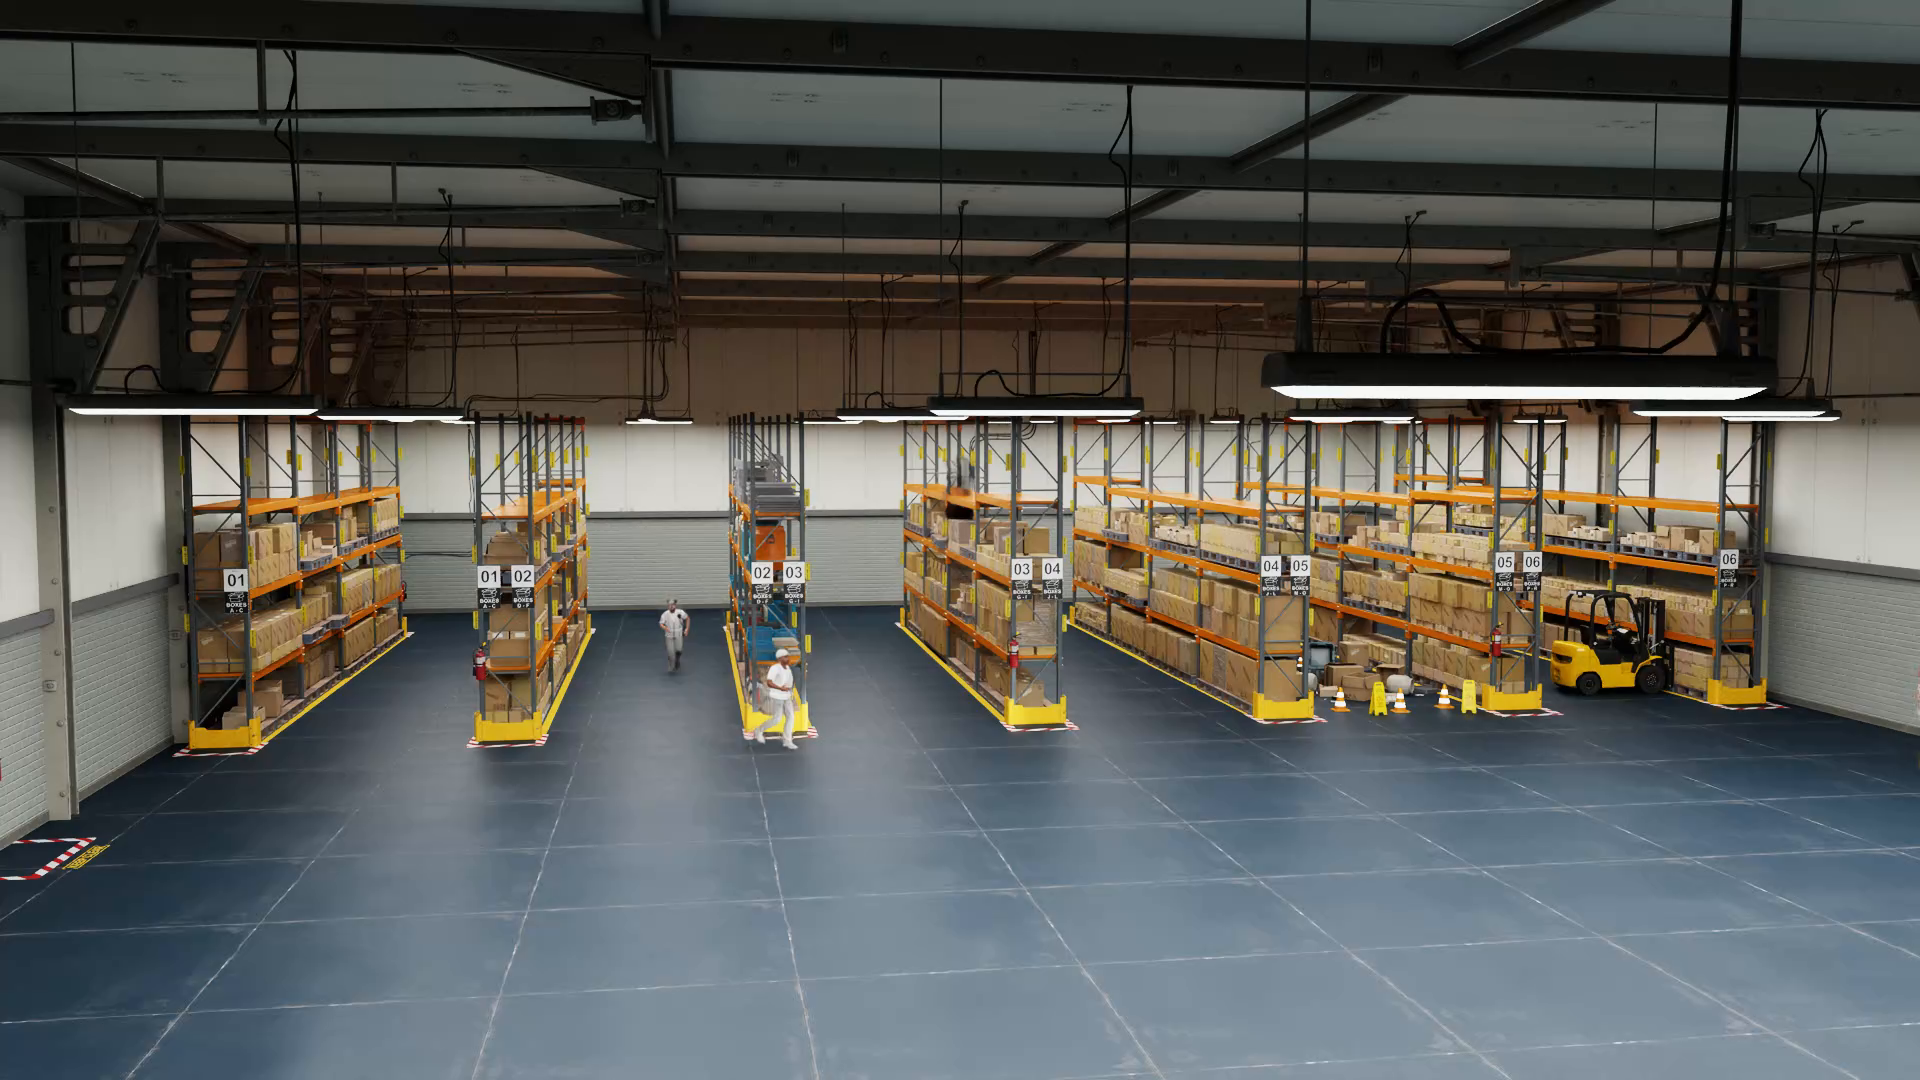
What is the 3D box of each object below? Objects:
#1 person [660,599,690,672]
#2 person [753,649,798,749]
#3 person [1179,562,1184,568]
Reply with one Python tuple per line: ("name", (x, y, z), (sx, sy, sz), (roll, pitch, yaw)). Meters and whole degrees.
("person", (-6.630, 2.218, 38.642), (0.687, 1.738, 0.769), (-1, 4, -9))
("person", (-3.232, 2.828, 29.746), (0.876, 1.765, 0.721), (2, 4, 26))
("person", (6.778, 1.444, 50.424), (0.965, 1.677, 0.575), (-1, 4, -15))
